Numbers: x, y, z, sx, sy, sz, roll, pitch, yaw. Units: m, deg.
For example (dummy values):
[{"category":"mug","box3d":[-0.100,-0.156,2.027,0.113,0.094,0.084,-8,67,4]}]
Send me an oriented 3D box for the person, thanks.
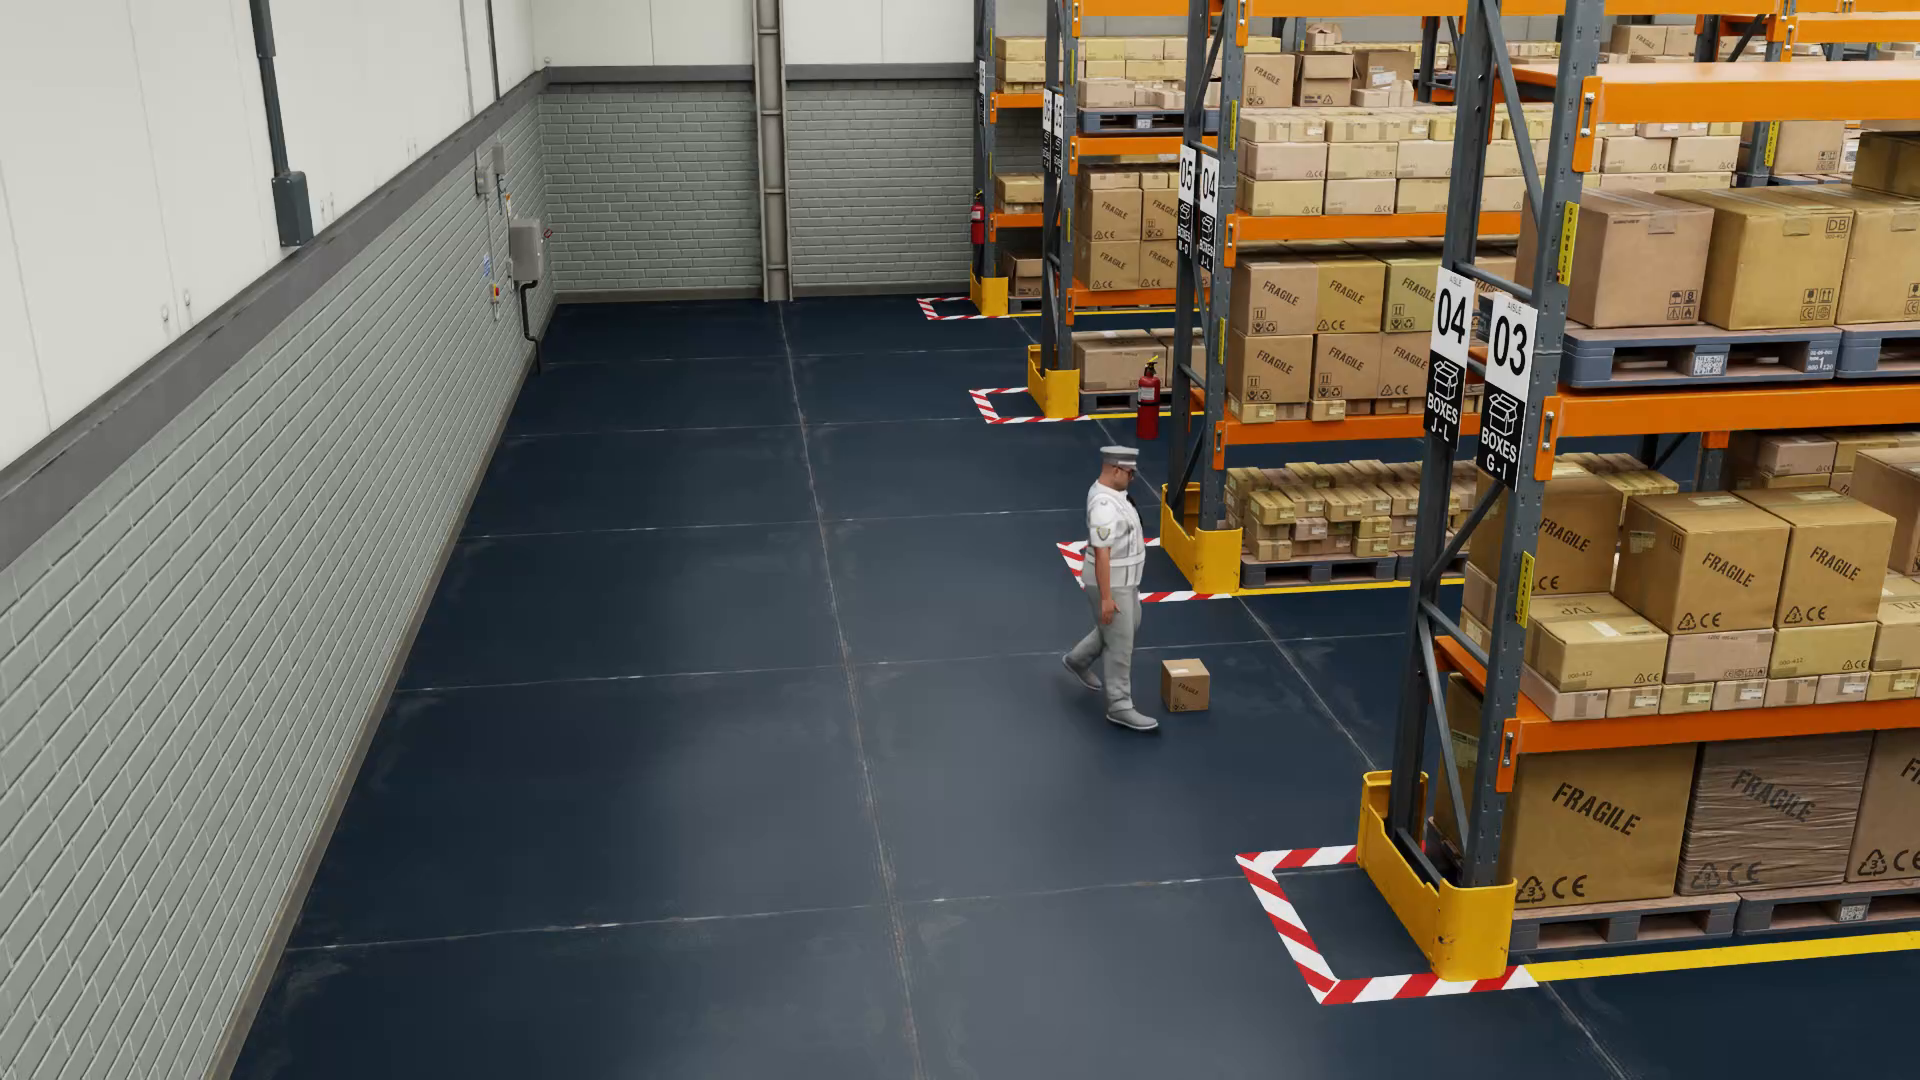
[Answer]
[{"category":"person","box3d":[0.959,0.261,10.343,0.630,1.740,0.658,3,20,9]}]
